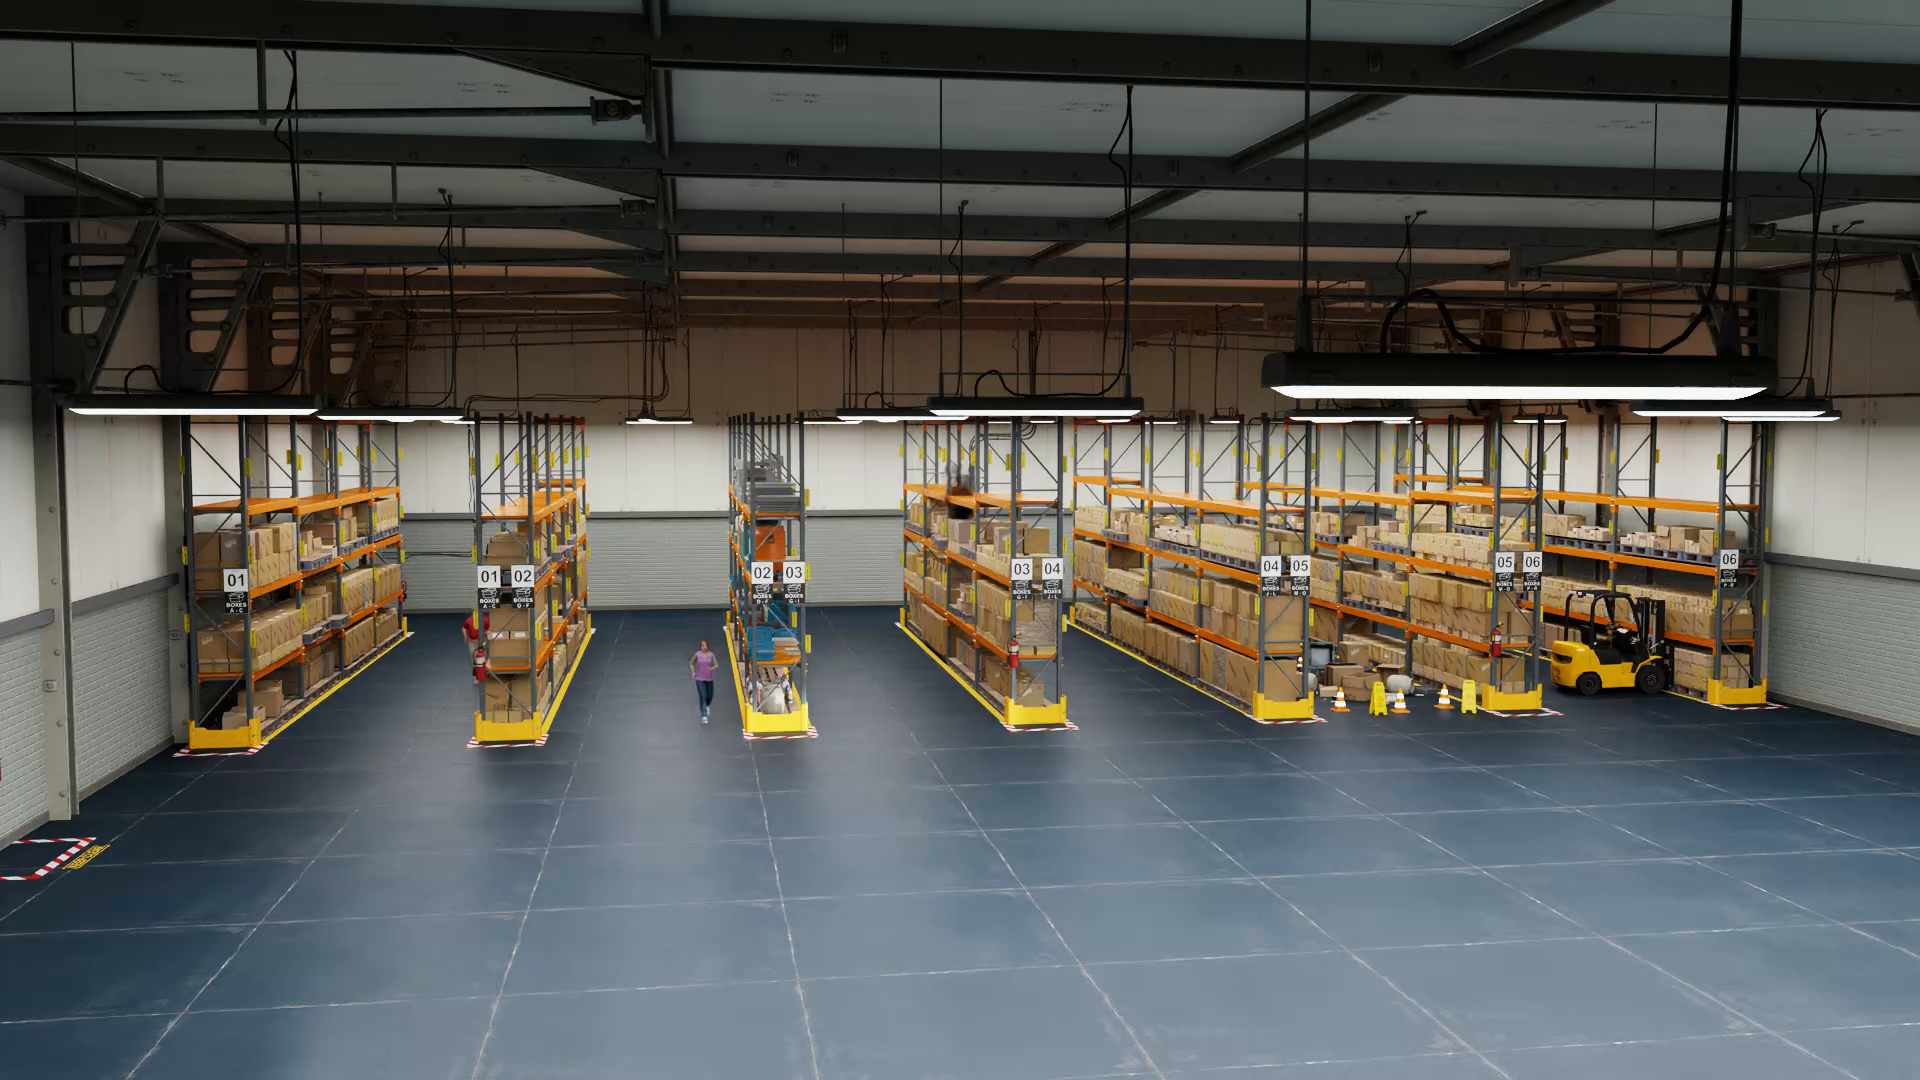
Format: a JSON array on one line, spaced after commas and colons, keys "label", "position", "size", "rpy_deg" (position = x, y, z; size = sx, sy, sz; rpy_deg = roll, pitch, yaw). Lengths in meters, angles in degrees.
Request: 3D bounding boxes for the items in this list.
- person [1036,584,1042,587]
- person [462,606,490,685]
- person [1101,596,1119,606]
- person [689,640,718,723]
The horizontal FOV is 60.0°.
[{"label": "person", "position": [2.015, 1.661, 48.255], "size": [0.741, 1.611, 0.714], "rpy_deg": [0, 4, 7]}, {"label": "person", "position": [-10.763, 2.336, 37.155], "size": [0.684, 1.713, 0.828], "rpy_deg": [-1, 4, -15]}, {"label": "person", "position": [4.512, 1.451, 49.909], "size": [0.811, 1.834, 0.672], "rpy_deg": [0, 4, -6]}, {"label": "person", "position": [-4.972, 2.723, 32.319], "size": [0.545, 1.573, 0.858], "rpy_deg": [-1, 4, -15]}]
